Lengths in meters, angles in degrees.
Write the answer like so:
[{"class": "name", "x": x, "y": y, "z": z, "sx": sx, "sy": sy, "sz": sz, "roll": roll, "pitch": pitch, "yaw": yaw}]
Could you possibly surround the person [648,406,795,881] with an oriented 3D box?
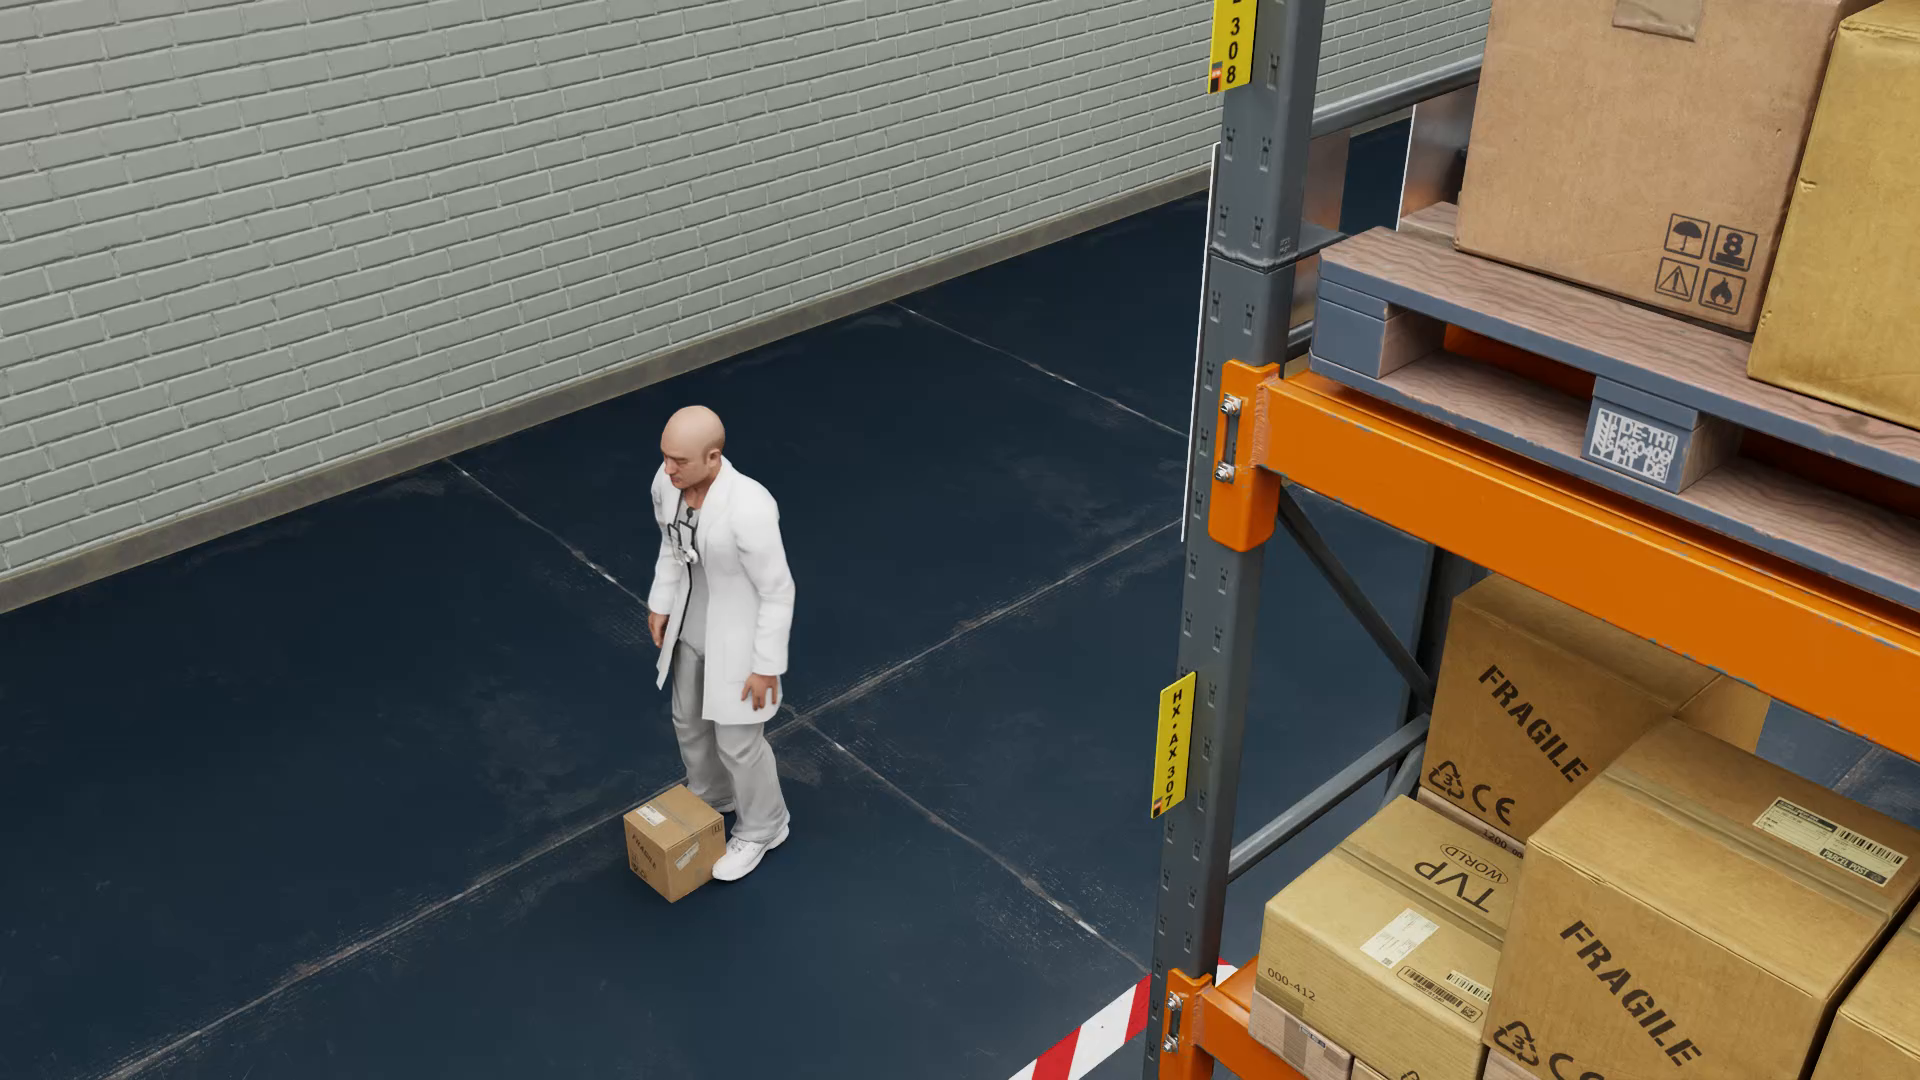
[{"class": "person", "x": -0.810, "y": 0.332, "z": 5.603, "sx": 0.654, "sy": 1.774, "sz": 0.421, "roll": 27, "pitch": 40, "yaw": 37}]
